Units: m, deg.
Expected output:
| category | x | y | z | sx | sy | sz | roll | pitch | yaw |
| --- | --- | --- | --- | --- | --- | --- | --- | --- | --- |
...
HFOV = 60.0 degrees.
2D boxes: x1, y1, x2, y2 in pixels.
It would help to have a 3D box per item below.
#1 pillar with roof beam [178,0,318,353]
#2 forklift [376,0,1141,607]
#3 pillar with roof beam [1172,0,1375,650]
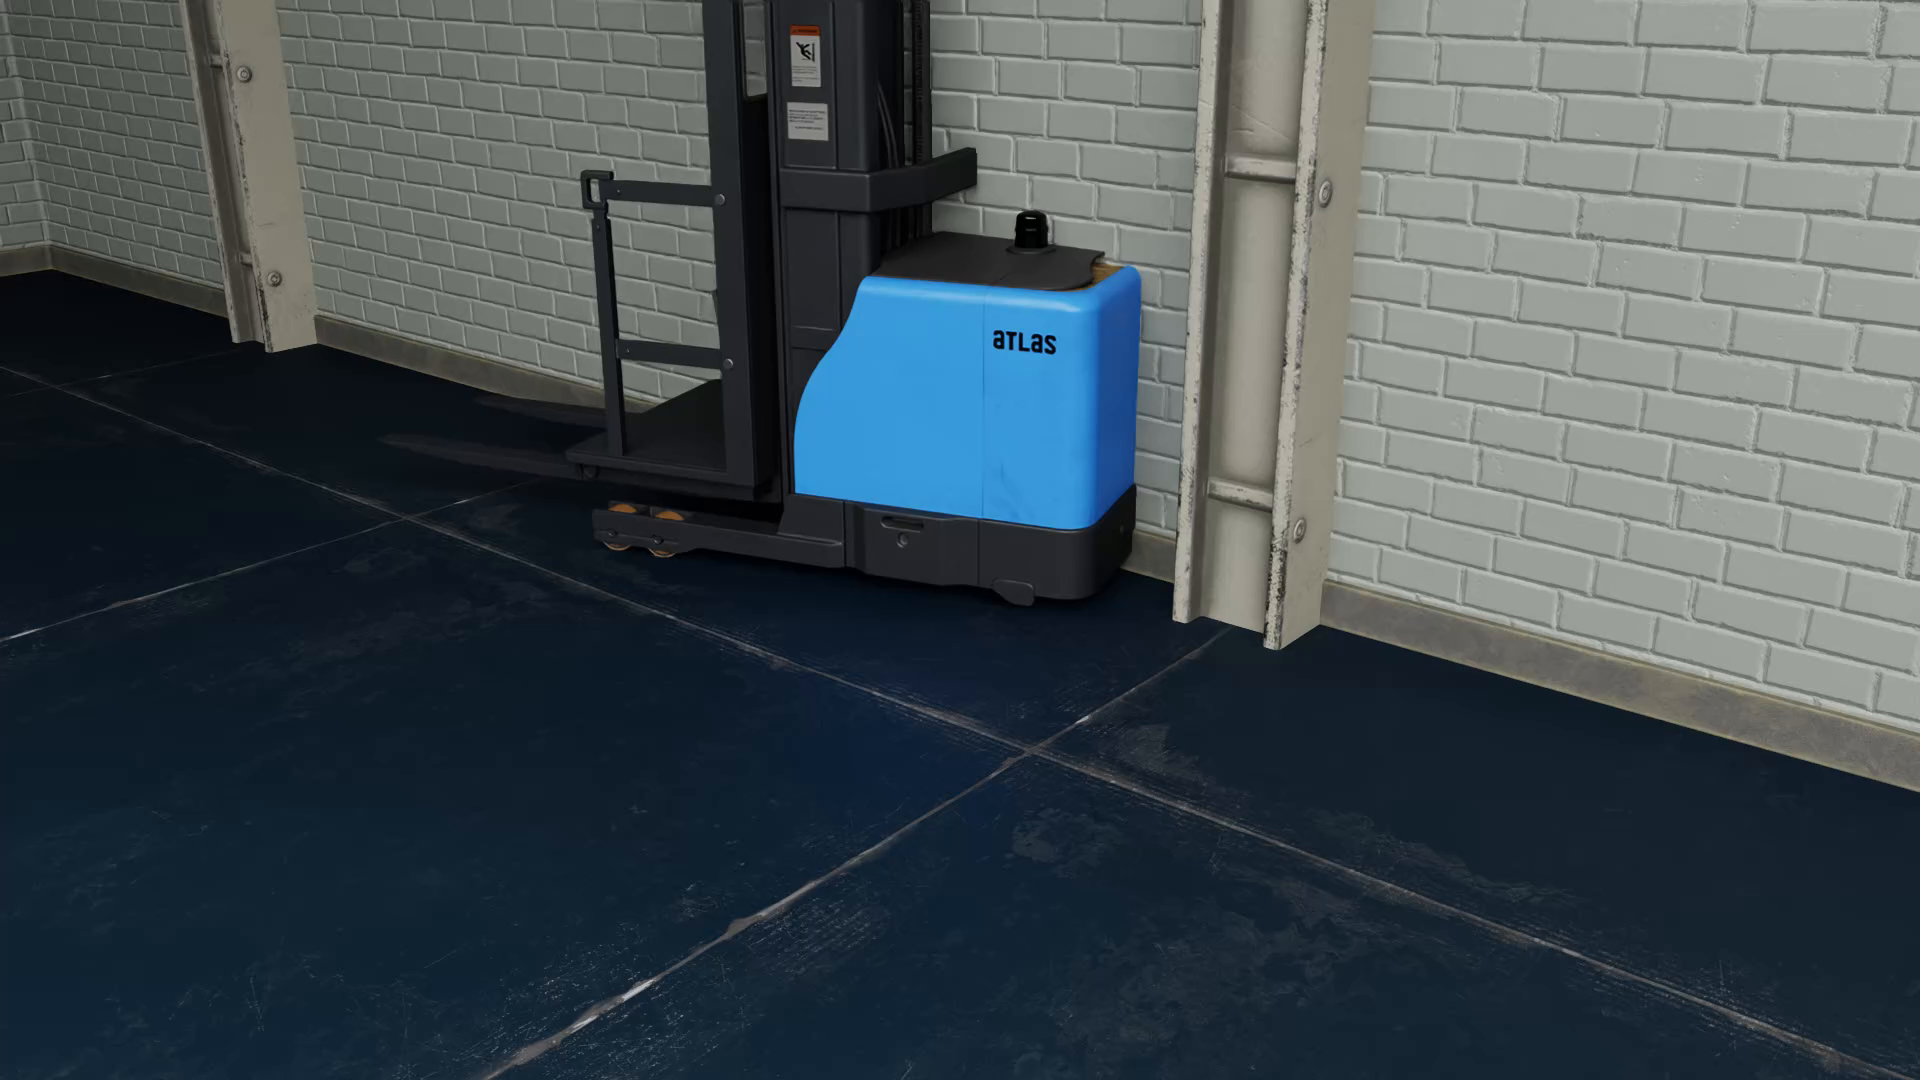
| category | x | y | z | sx | sy | sz | roll | pitch | yaw |
| --- | --- | --- | --- | --- | --- | --- | --- | --- | --- |
| pillar with roof beam | -6.424 | -4.110 | 4.312 | 0.400 | 9.000 | 9.100 | 16 | 26 | 36 |
| forklift | -0.792 | -1.469 | 5.909 | 3.031 | 2.935 | 1.130 | 8 | 22 | 21 |
| pillar with roof beam | -1.776 | -2.771 | 0.763 | 0.400 | 9.000 | 9.100 | 16 | 26 | 36 |
